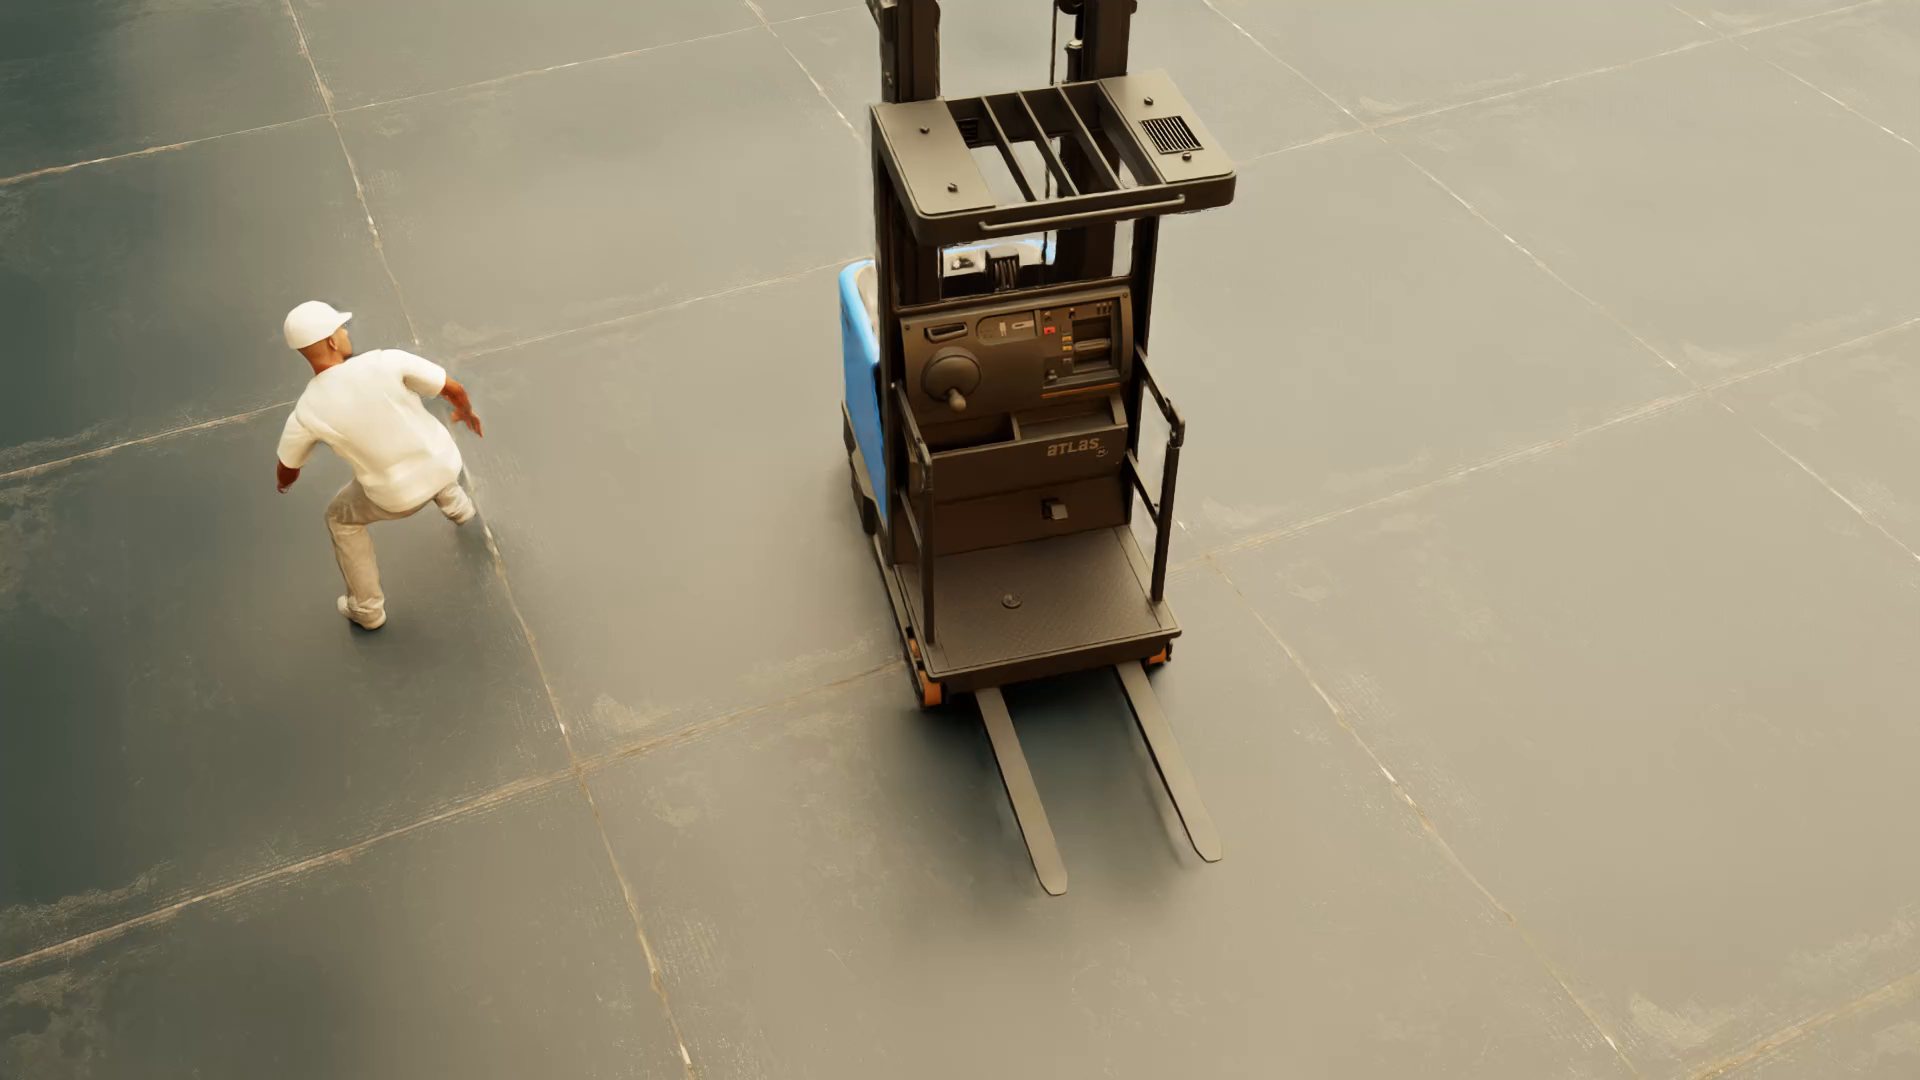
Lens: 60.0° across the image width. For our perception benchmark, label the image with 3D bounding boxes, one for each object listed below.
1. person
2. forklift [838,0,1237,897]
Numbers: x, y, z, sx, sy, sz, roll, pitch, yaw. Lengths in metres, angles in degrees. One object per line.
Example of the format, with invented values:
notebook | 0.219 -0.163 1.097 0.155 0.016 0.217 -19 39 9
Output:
person | -2.501 -0.388 7.179 0.835 1.523 0.683 -31 51 -29
forklift | 0.285 -0.659 6.386 1.130 2.935 3.031 -10 44 -10
